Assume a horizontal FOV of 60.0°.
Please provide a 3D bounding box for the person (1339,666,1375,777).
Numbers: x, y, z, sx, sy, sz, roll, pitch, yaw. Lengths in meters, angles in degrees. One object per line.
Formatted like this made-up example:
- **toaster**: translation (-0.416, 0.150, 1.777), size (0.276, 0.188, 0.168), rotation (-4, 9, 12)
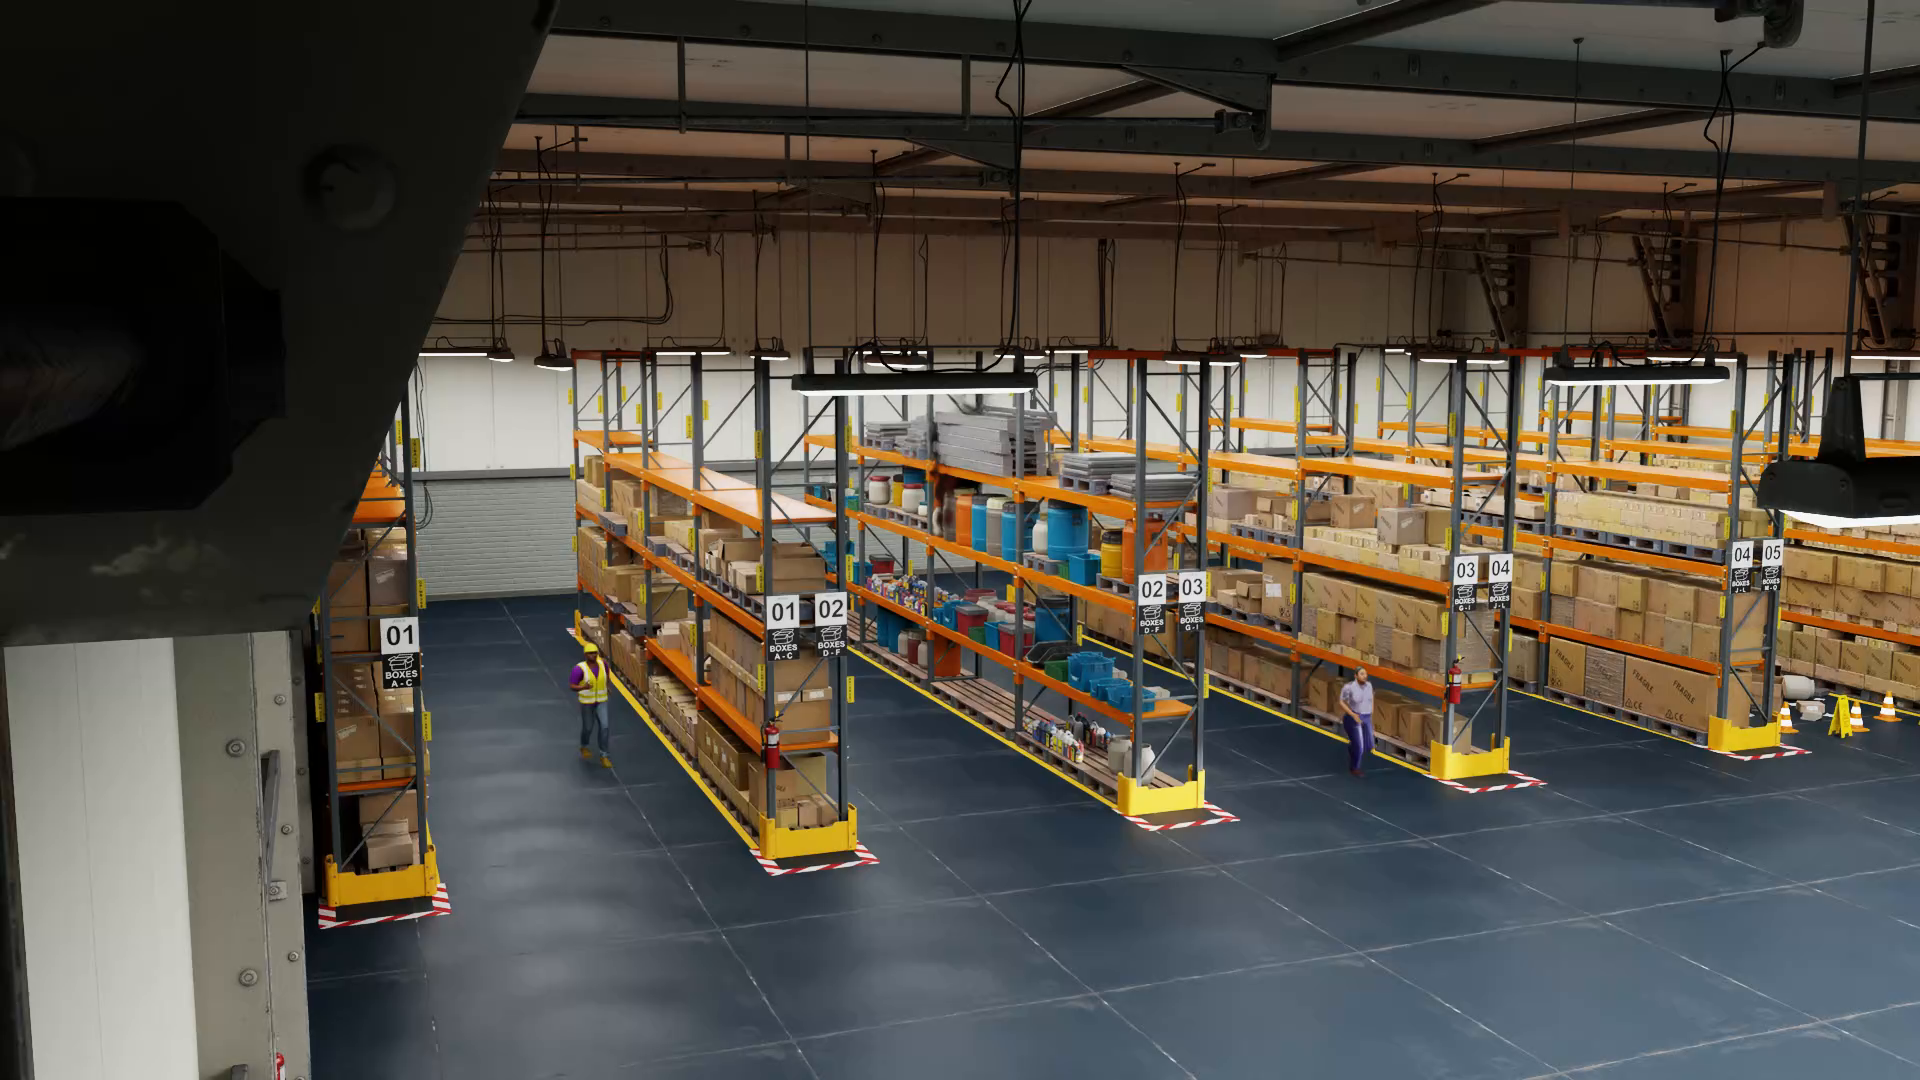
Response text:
- **person**: translation (5.712, 2.592, 23.905), size (0.604, 1.605, 0.557), rotation (-3, 8, -21)

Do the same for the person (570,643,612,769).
- **person**: translation (-5.396, 2.407, 24.427), size (0.683, 1.808, 0.845), rotation (-4, 8, -30)
